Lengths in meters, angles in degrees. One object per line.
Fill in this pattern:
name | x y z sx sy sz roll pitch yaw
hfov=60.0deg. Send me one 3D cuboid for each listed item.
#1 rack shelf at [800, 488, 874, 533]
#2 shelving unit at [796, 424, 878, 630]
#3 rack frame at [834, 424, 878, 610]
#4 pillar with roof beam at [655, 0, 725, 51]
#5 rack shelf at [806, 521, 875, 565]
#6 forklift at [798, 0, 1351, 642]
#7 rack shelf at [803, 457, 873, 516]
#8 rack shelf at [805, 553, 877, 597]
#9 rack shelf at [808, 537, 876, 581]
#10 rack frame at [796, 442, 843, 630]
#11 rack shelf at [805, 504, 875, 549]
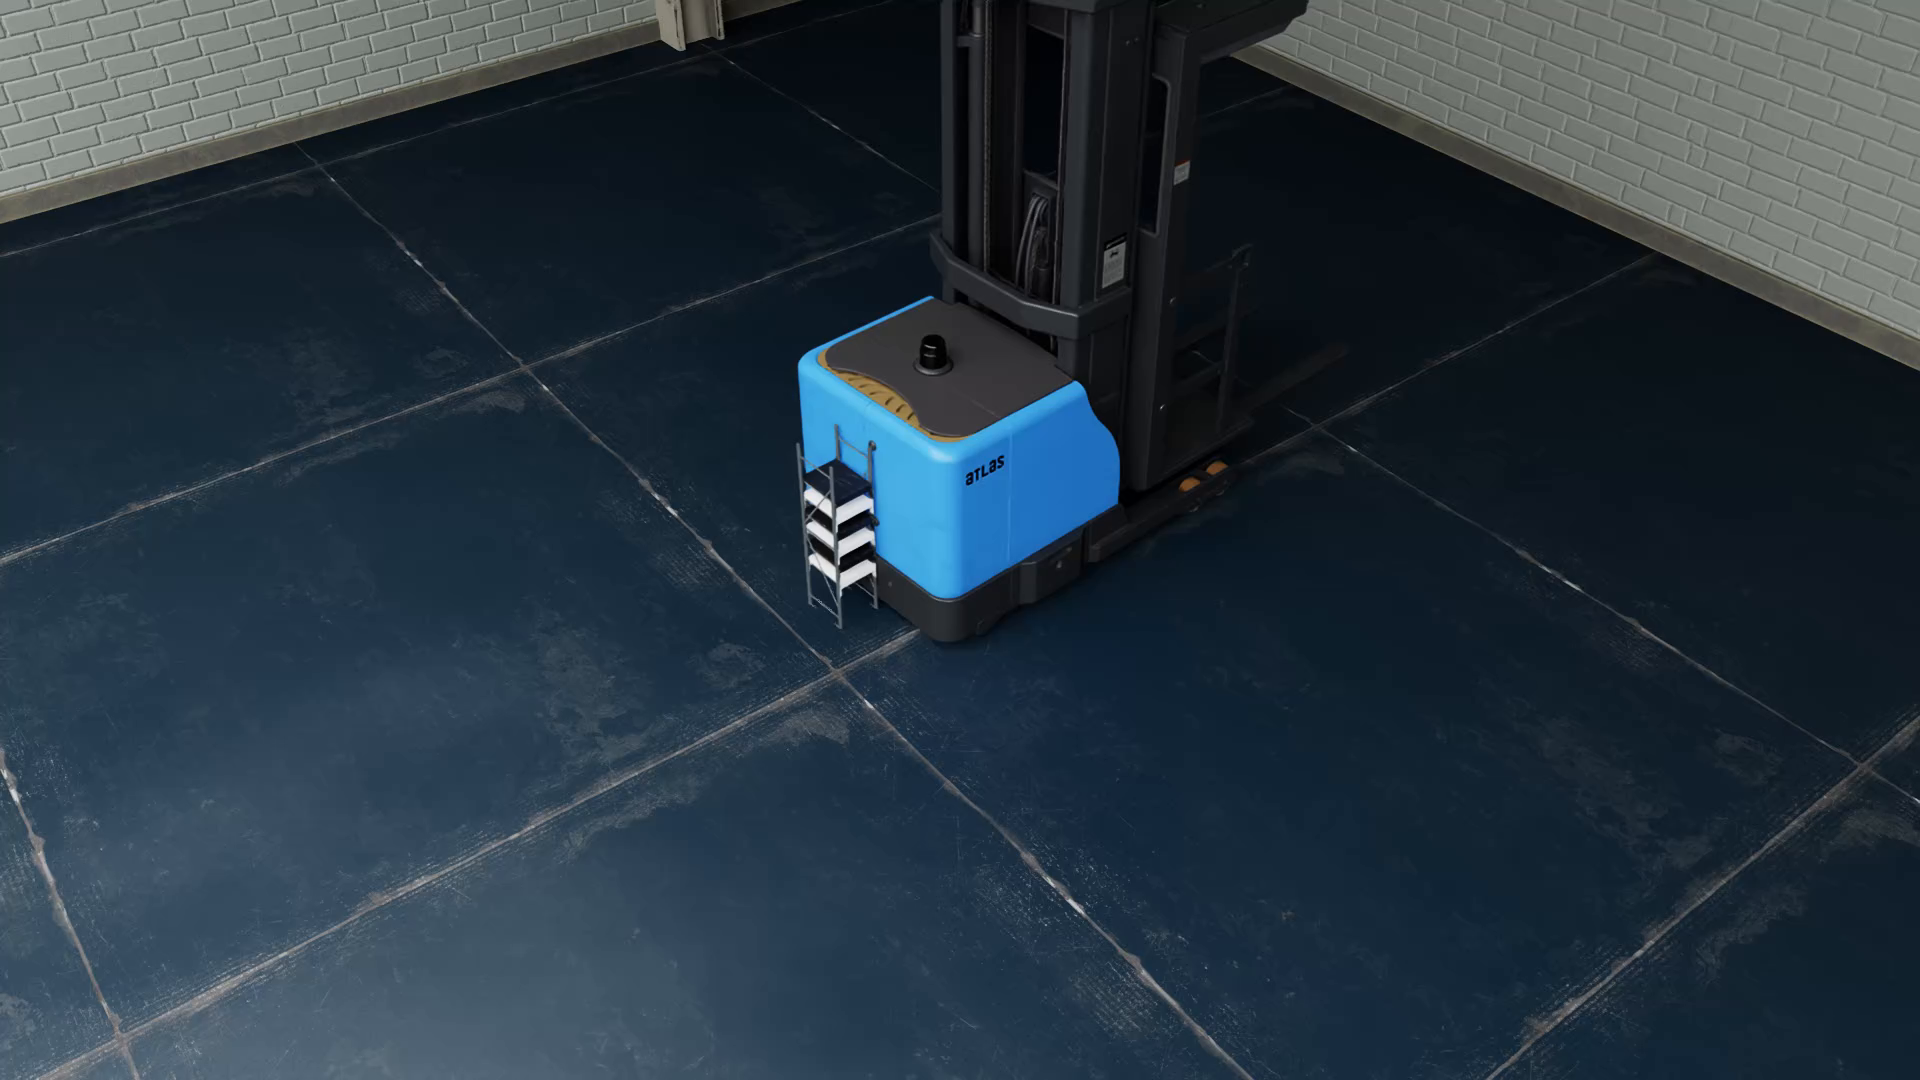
rack shelf | -0.528 -0.160 7.138 0.200 0.077 0.258 -30 48 -31
shelving unit | -0.528 -0.047 7.231 0.210 0.900 0.258 -30 48 -31
rack frame | -0.452 -0.090 7.283 0.006 0.900 0.240 -30 48 -31
pillar with roof beam | 0.615 -5.079 6.980 0.400 9.000 9.100 -26 46 -28
rack shelf | -0.528 -0.021 7.252 0.200 0.077 0.258 -30 48 -31
forklift | 0.718 -1.493 7.393 3.031 2.935 1.130 -30 48 -31
rack shelf | -0.528 -0.230 7.081 0.200 0.077 0.258 -30 48 -31
rack shelf | -0.528 0.118 7.366 0.200 0.077 0.258 -30 48 -31
rack shelf | -0.528 0.049 7.309 0.200 0.077 0.258 -30 48 -31
rack frame | -0.603 -0.004 7.178 0.006 0.900 0.240 -30 48 -31
rack shelf | -0.528 -0.090 7.195 0.200 0.077 0.258 -30 48 -31
